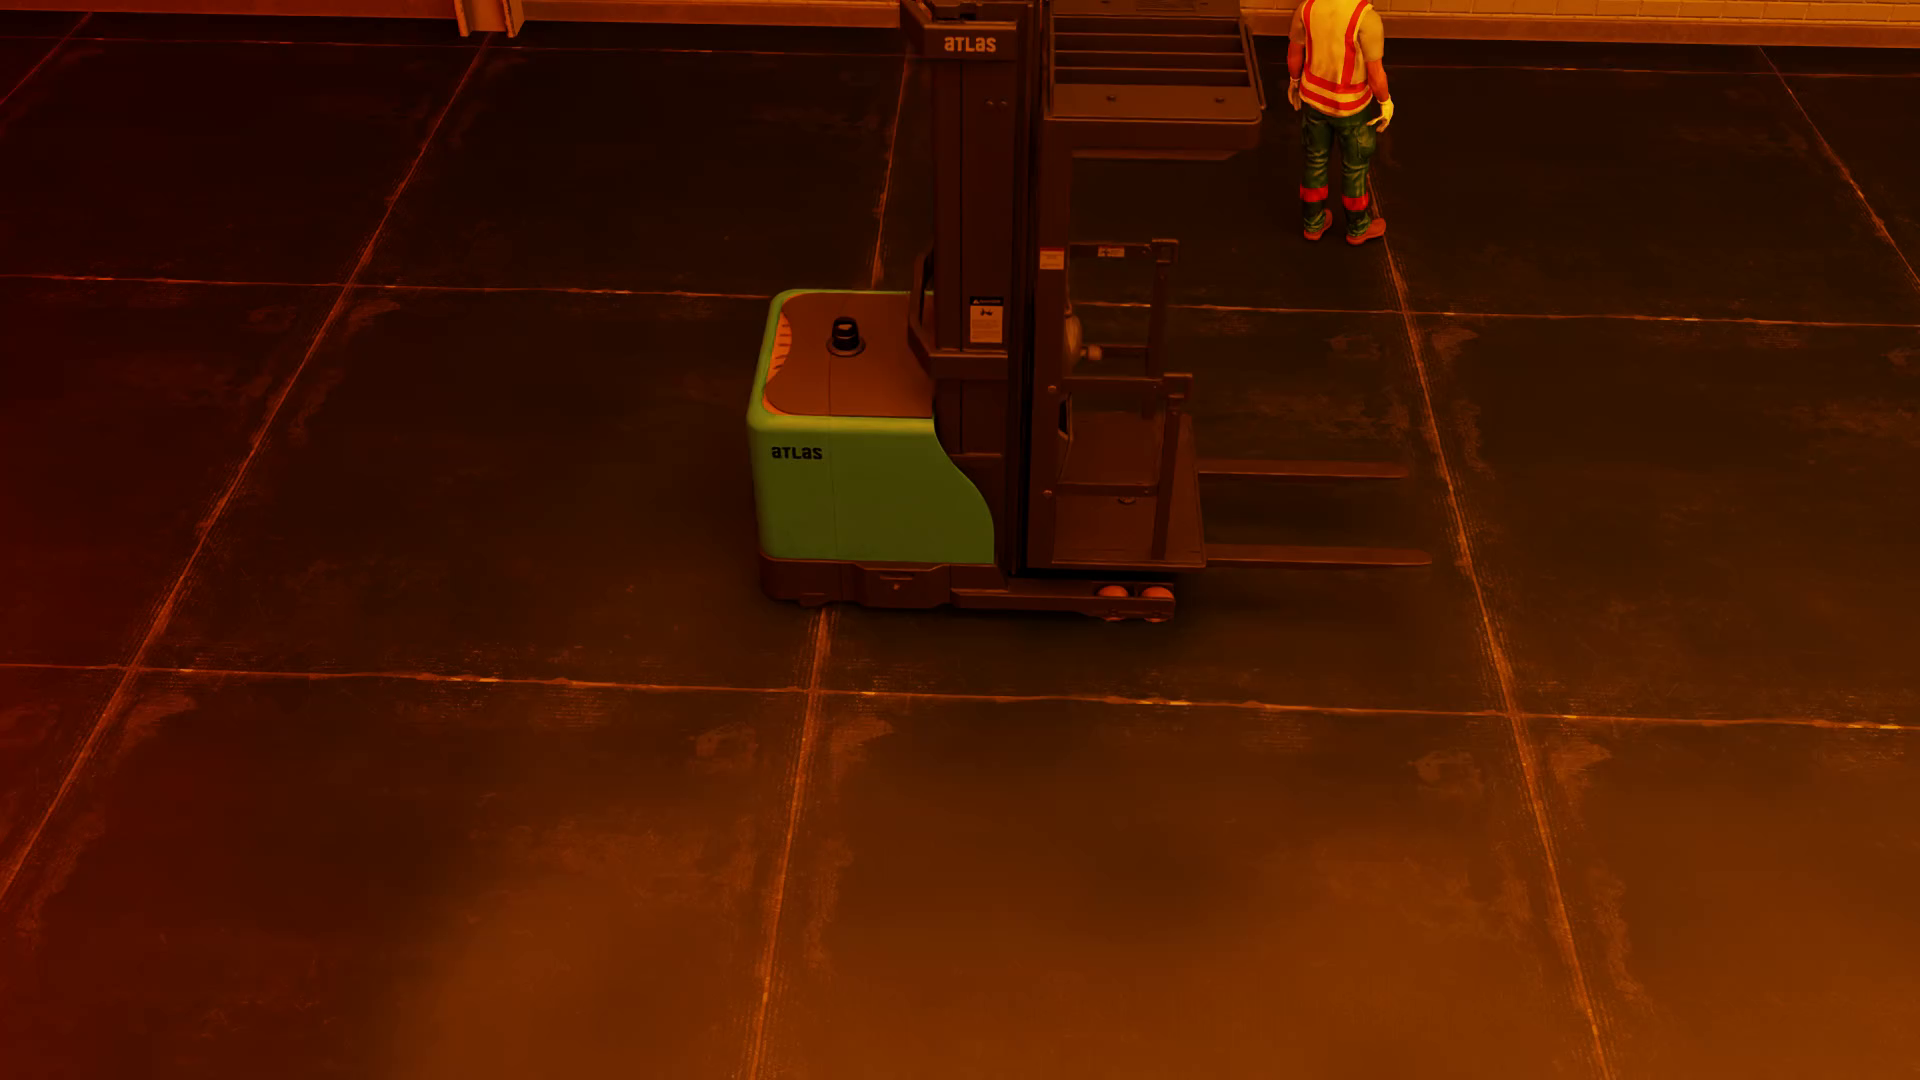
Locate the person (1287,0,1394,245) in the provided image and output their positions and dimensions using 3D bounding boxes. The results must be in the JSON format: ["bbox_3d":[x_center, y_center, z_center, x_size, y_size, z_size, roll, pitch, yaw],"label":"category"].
[{"bbox_3d":[2.153,-2.498,9.316,0.638,1.787,0.564,29,50,28],"label":"person"}]

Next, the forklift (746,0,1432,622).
[{"bbox_3d":[0.621,-1.079,6.924,3.031,2.935,1.130,1,42,2],"label":"forklift"}]
